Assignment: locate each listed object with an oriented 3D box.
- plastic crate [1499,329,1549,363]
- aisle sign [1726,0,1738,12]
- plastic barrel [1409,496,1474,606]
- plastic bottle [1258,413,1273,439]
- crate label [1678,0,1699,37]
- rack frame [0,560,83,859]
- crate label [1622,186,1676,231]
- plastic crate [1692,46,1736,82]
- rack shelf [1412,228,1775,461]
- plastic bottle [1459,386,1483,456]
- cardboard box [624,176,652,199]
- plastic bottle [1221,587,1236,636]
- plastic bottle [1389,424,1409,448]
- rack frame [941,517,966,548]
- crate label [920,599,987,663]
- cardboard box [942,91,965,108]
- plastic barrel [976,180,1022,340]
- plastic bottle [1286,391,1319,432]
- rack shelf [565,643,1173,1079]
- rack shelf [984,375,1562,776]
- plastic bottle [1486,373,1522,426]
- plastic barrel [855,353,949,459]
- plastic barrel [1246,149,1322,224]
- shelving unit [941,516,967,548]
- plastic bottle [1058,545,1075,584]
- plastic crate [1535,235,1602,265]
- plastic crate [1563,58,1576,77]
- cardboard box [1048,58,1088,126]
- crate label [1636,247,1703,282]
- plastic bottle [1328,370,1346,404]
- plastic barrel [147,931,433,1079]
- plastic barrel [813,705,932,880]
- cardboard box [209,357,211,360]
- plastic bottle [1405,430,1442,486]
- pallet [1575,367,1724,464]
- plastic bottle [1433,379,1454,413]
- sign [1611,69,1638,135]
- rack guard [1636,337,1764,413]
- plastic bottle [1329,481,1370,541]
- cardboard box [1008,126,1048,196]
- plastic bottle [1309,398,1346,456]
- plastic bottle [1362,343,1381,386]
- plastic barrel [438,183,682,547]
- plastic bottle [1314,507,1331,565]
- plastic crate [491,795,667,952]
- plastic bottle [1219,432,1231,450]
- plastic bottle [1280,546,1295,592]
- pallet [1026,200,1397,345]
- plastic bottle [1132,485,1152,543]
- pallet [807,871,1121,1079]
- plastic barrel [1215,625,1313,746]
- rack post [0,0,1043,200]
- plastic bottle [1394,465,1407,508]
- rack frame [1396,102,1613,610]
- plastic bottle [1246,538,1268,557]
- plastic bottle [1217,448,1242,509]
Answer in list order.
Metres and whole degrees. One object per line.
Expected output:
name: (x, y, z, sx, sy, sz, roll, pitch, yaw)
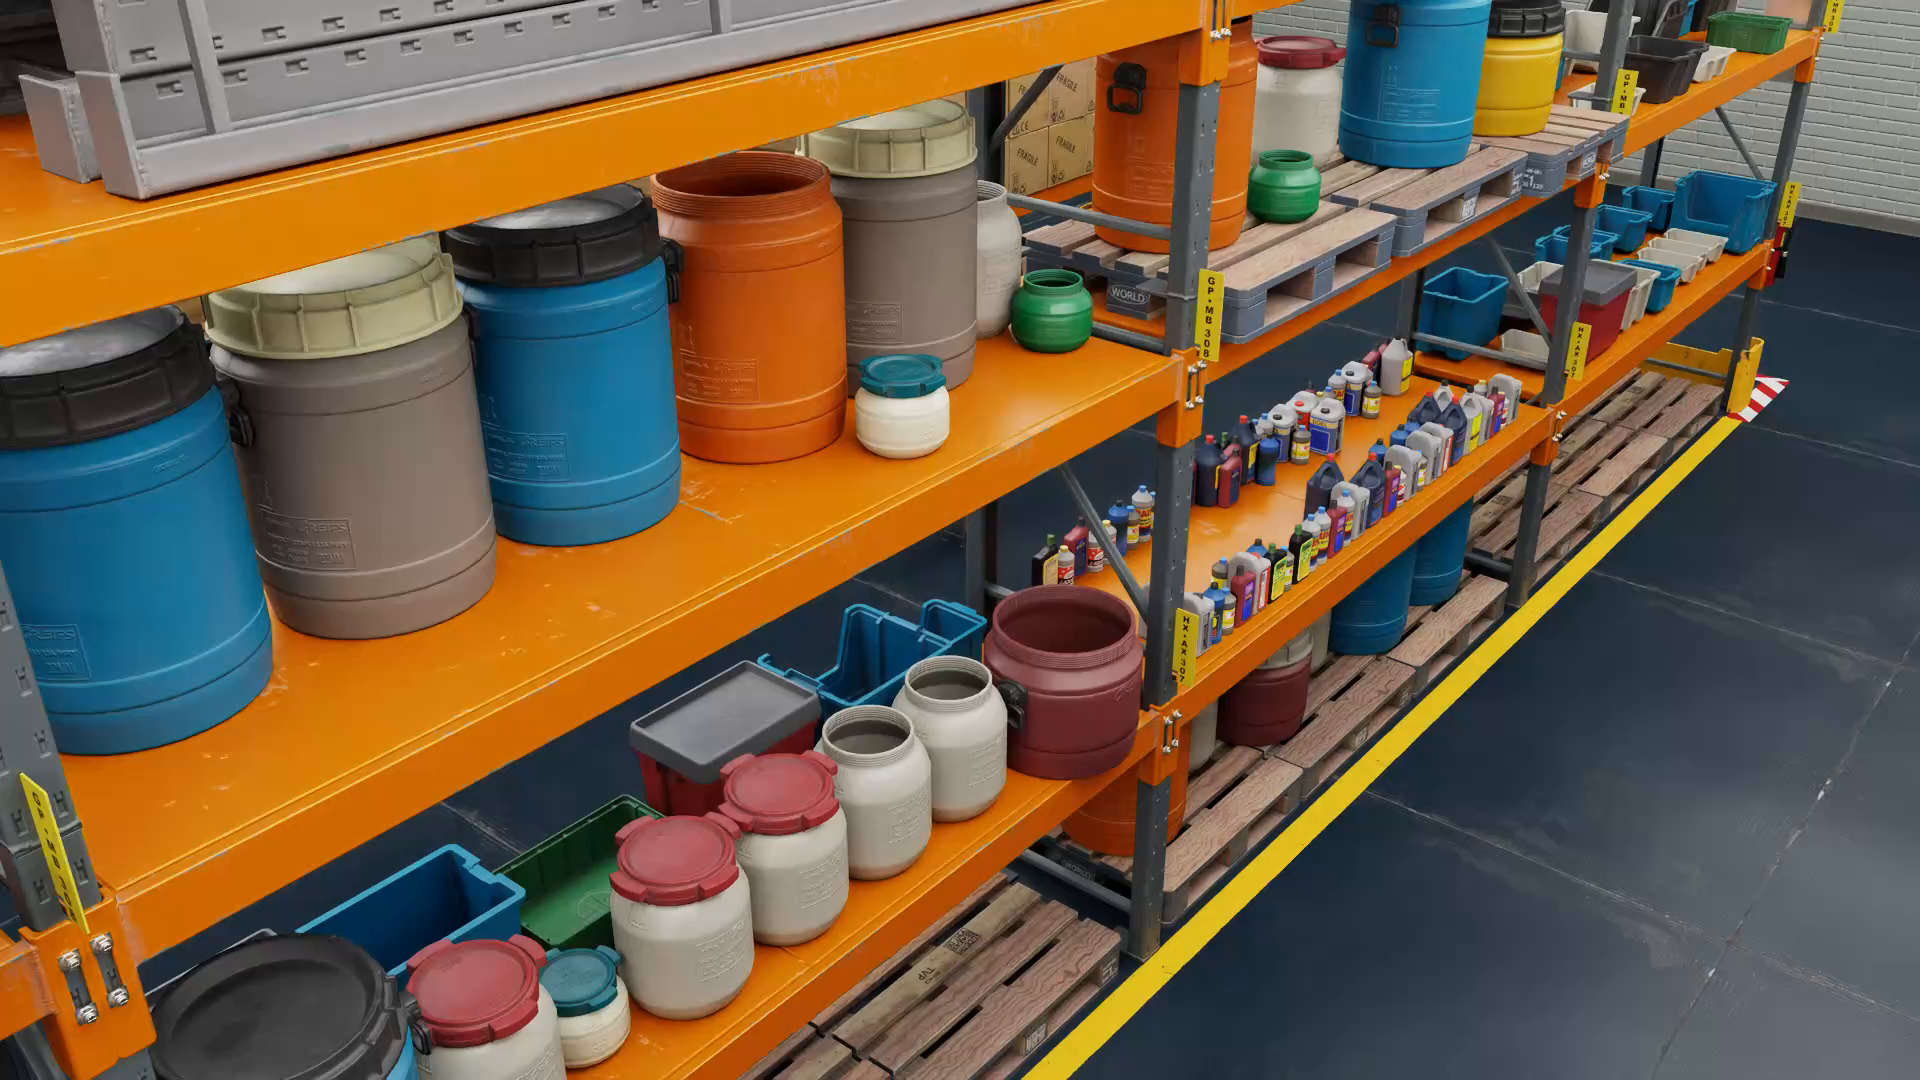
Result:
plastic crate: (3.400, -1.114, 9.860, 0.396, 0.136, 0.243, 21, 34, 34)
aisle sign: (5.354, -3.766, 11.937, 0.394, 0.787, 0.004, 21, 34, 34)
plastic barrel: (2.634, -0.148, 9.598, 0.600, 0.901, 0.708, 21, 34, 34)
plastic bottle: (1.574, -0.528, 8.645, 0.097, 0.271, 0.097, 0, 27, 0)
crate label: (4.702, -3.533, 11.212, 0.408, 0.251, 0.502, 21, 34, 34)
rack frame: (-2.095, -0.909, 2.714, 1.000, 3.000, 0.127, 21, 34, 34)
crate label: (5.127, -2.460, 12.358, 0.416, 0.233, 0.303, 21, 34, 34)
plastic crate: (4.415, -2.909, 10.132, 0.437, 0.136, 0.530, 21, 34, 34)
rack shelf: (4.266, -1.471, 11.111, 1.077, 0.370, 4.000, 21, 34, 34)
plastic bottle: (2.661, -0.638, 8.772, 0.144, 0.351, 0.185, 21, 34, 34)
cardboard box: (-1.902, -2.117, 11.011, 0.700, 0.500, 0.500, 12, 30, 22)
plastic bottle: (1.131, 0.299, 7.124, 0.097, 0.201, 0.097, 0, 27, 0)
plastic bottle: (2.245, -0.464, 8.522, 0.097, 0.271, 0.097, 0, 27, 0)
rack frame: (-0.044, -0.442, 10.462, 0.200, 1.050, 0.008, 21, 34, 34)
crate label: (-0.108, 0.451, 6.795, 0.303, 0.233, 0.416, 21, 34, 34)
cardboard box: (-0.310, -3.104, 12.288, 0.500, 0.500, 0.500, 22, 34, 36)
plastic barrel: (0.015, -1.024, 6.079, 0.421, 0.512, 0.421, 0, 27, 0)
plastic bottle: (1.816, -0.645, 8.867, 0.152, 0.276, 0.135, 21, 34, 34)
rack shelf: (-0.823, 1.366, 5.629, 1.077, 0.370, 4.000, 21, 34, 34)
rack shelf: (1.721, -0.053, 8.370, 1.077, 0.370, 4.000, 21, 34, 34)
plastic bottle: (2.992, -0.792, 9.151, 0.152, 0.276, 0.135, 21, 34, 34)
plastic barrel: (-0.180, -0.415, 5.173, 0.301, 0.262, 0.301, 0, 27, 0)
plastic barrel: (1.301, -1.421, 6.680, 0.294, 0.245, 0.294, 0, 27, 0)
shelving unit: (0.034, -0.485, 10.545, 0.215, 1.050, 0.252, 21, 34, 34)
plastic bottle: (0.465, 0.122, 7.467, 0.097, 0.201, 0.097, 0, 27, 0)
plastic crate: (4.098, -1.887, 11.250, 0.416, 0.233, 0.300, 21, 34, 34)
plastic crate: (3.509, -2.859, 10.033, 0.293, 0.136, 0.466, 21, 34, 34)
cardboard box: (0.673, -3.652, 13.348, 0.500, 0.500, 0.500, 22, 35, 36)
crate label: (4.805, -1.862, 11.307, 0.396, 0.136, 0.243, 21, 34, 34)
plastic bottle: (2.077, -0.808, 9.188, 0.097, 0.271, 0.097, 0, 27, 0)
plastic barrel: (-1.616, 1.484, 4.071, 0.600, 0.901, 0.708, 21, 34, 34)
plastic barrel: (-0.308, 0.864, 5.694, 0.421, 0.512, 0.421, 0, 27, 0)
cardboard box: (-4.089, -0.812, 9.152, 0.500, 0.311, 0.500, 20, 34, 34)
plastic bottle: (2.353, -0.436, 8.463, 0.152, 0.276, 0.135, 21, 34, 34)
pallet: (4.983, -0.980, 12.414, 1.003, 0.211, 1.213, 21, 34, 34)
plastic bottle: (2.550, -0.680, 8.853, 0.144, 0.351, 0.185, 21, 34, 34)
sign: (3.417, -2.256, 8.572, 0.100, 0.325, 0.005, 21, 34, 34)
rack guard: (5.543, -1.401, 12.915, 1.175, 0.500, 0.348, 21, 34, 34)
plastic bottle: (1.856, -0.159, 7.927, 0.152, 0.276, 0.135, 21, 34, 34)
cardboard box: (0.351, -3.035, 13.243, 0.500, 0.500, 0.500, 21, 34, 34)
plastic bottle: (1.933, -0.601, 8.781, 0.152, 0.276, 0.135, 21, 34, 34)
plastic bottle: (2.346, -0.977, 9.500, 0.061, 0.283, 0.133, 21, 34, 34)
plastic barrel: (-1.107, -0.507, 4.656, 0.600, 0.901, 0.708, 21, 34, 34)
plastic bottle: (1.657, -0.026, 7.675, 0.097, 0.271, 0.097, 0, 27, 0)
plastic crate: (-1.205, 1.149, 5.494, 0.450, 0.188, 0.662, 21, 34, 34)
plastic bottle: (1.307, -0.397, 8.380, 0.061, 0.283, 0.133, 21, 34, 34)
plastic bottle: (1.448, 0.122, 7.466, 0.097, 0.201, 0.097, 0, 27, 0)
pallet: (1.011, -1.154, 6.657, 1.003, 0.211, 1.213, 21, 34, 34)
plastic bottle: (0.859, -0.129, 7.876, 0.097, 0.271, 0.097, 0, 27, 0)
pallet: (-0.074, 1.839, 6.966, 1.003, 0.211, 1.213, 21, 34, 34)
plastic barrel: (1.466, 0.643, 8.410, 0.600, 0.588, 0.708, 21, 34, 34)
rack post: (-0.909, -1.721, 4.066, 1.013, 1.000, 3.121, 21, 34, 34)
plastic bottle: (2.153, -0.271, 8.226, 0.097, 0.201, 0.097, 0, 27, 0)
rack frame: (2.993, -1.081, 9.575, 1.000, 3.000, 0.127, 21, 34, 34)
plastic bottle: (1.316, 0.120, 7.393, 0.097, 0.271, 0.097, 0, 27, 0)
plastic bottle: (1.333, -0.308, 8.208, 0.061, 0.283, 0.133, 21, 34, 34)
